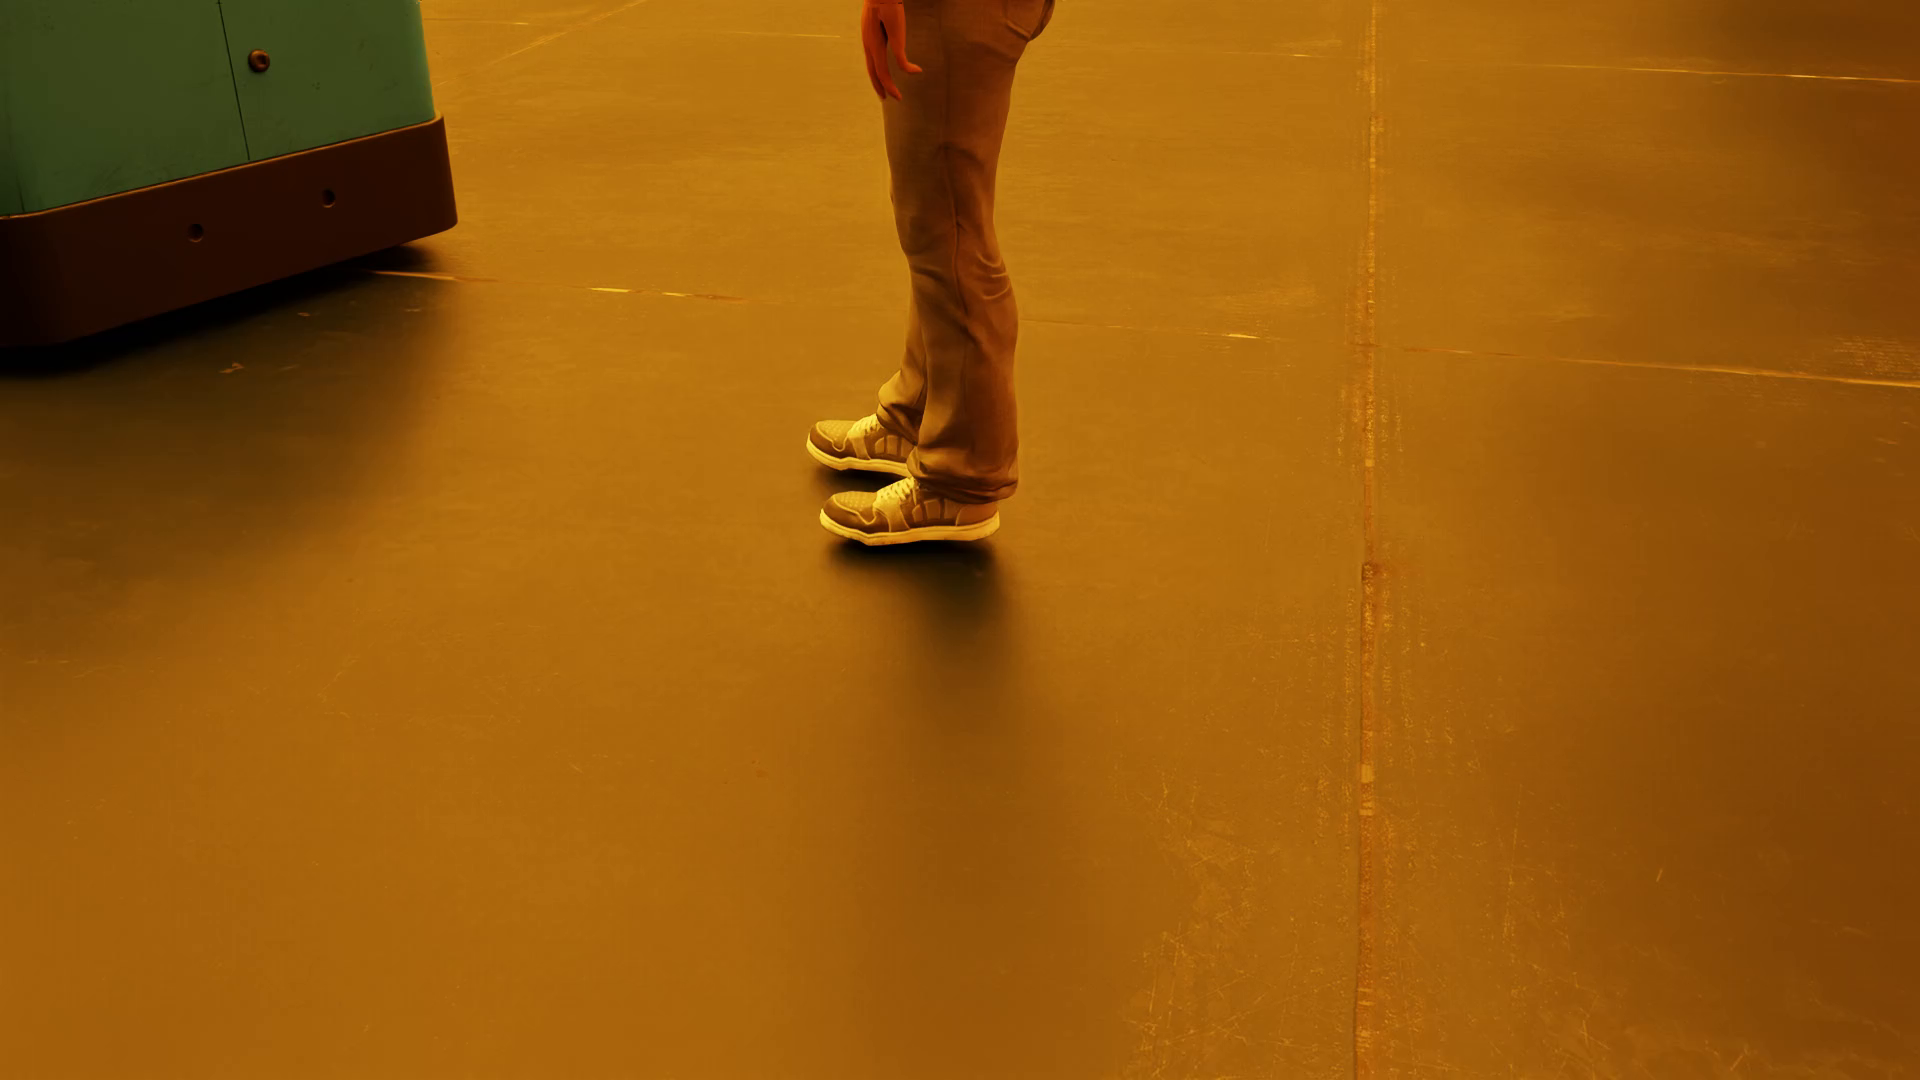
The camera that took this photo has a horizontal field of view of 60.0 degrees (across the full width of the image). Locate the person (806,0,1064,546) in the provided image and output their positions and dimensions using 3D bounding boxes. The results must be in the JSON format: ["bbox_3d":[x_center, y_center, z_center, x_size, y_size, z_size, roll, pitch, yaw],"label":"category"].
[{"bbox_3d":[-0.070,-0.733,2.164,0.473,1.599,0.521,6,27,11],"label":"person"}]

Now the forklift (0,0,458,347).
[{"bbox_3d":[-2.636,-2.160,3.528,3.031,2.935,1.130,17,32,31],"label":"forklift"}]
